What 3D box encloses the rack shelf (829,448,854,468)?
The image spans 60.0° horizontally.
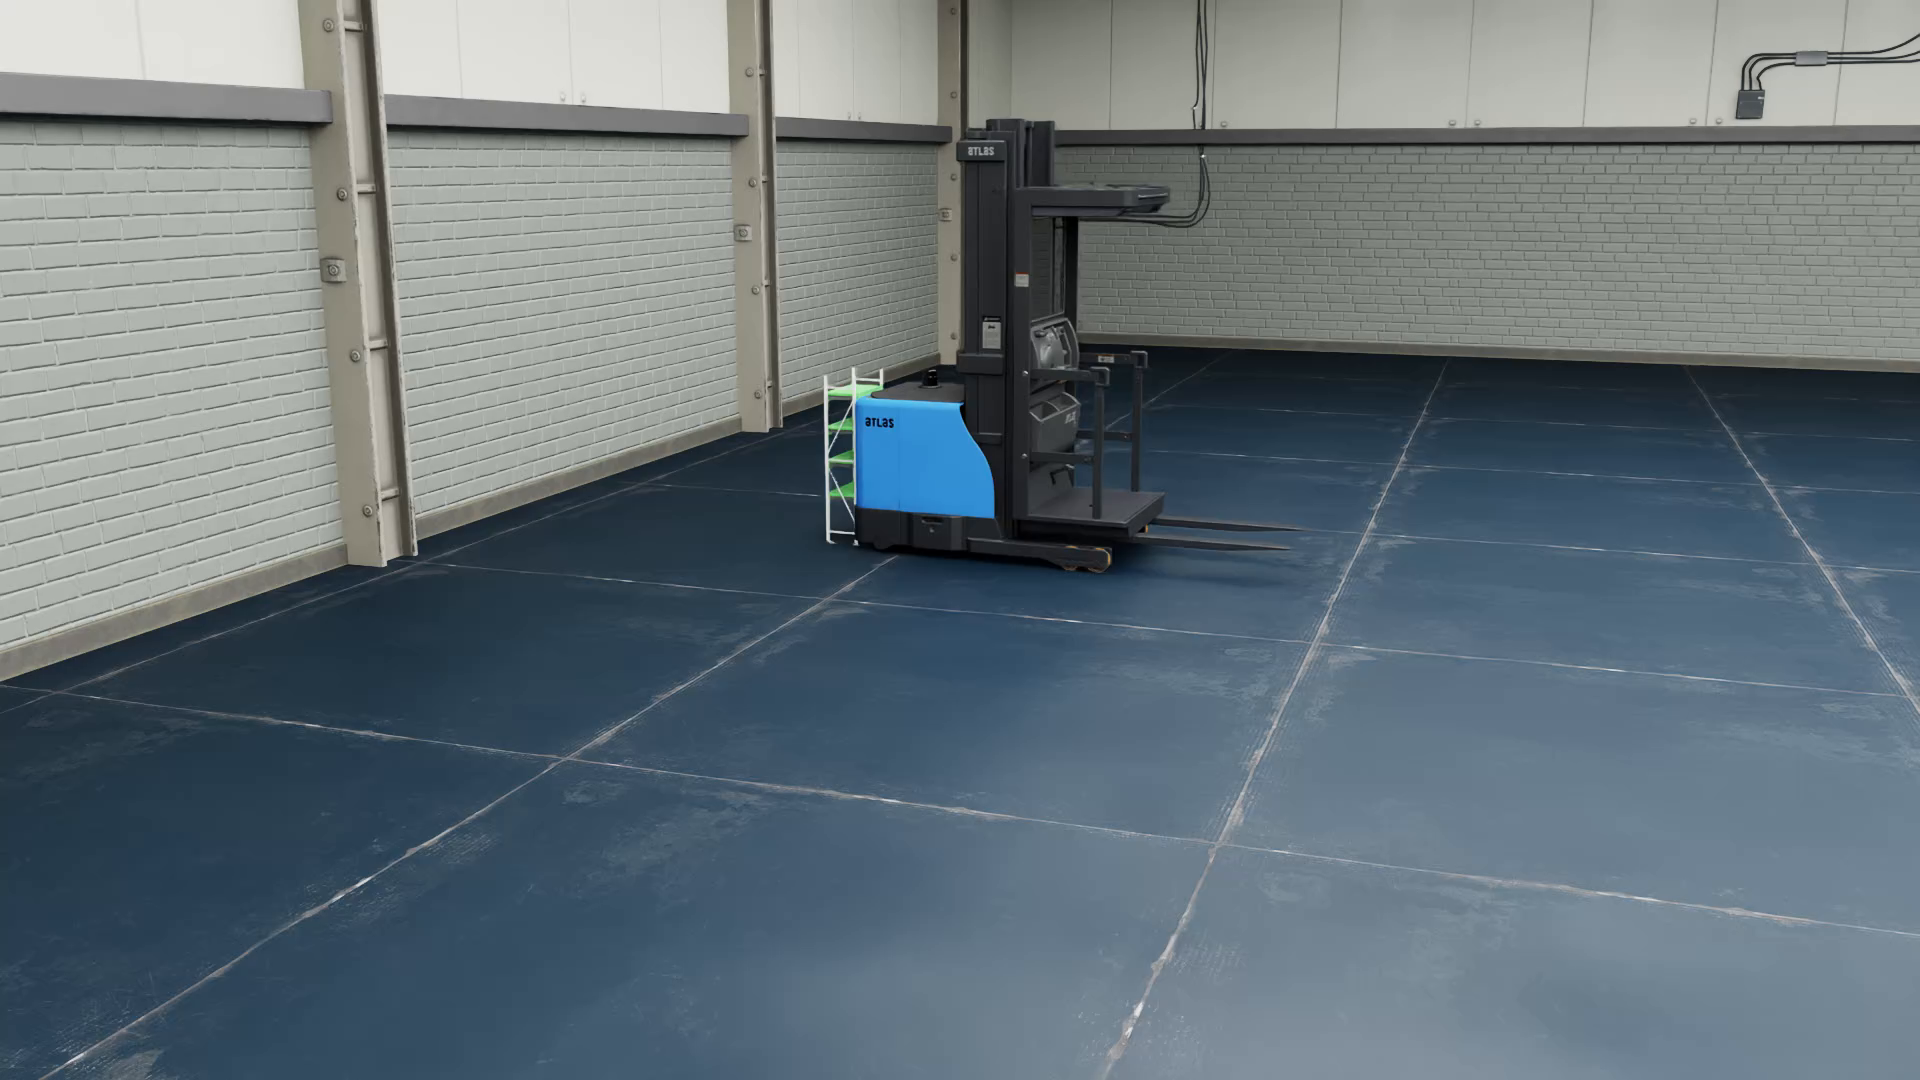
[{"bbox_3d":[-0.756,-0.547,11.975,0.258,0.148,0.480,5,14,20],"label":"rack shelf"}]

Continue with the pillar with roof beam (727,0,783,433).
[{"bbox_3d":[2.045,-5.211,14.594,9.100,9.000,0.400,4,14,18],"label":"pillar with roof beam"}]

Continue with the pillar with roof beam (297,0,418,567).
[{"bbox_3d":[0.103,-3.947,9.059,9.100,9.000,0.400,4,14,18],"label":"pillar with roof beam"}]

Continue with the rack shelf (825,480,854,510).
[{"bbox_3d":[-0.756,-0.313,12.028,0.258,0.148,0.480,5,14,20],"label":"rack shelf"}]

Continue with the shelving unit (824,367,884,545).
[{"bbox_3d":[-0.756,-0.609,11.960,0.258,1.200,0.503,5,14,20],"label":"shelving unit"}]

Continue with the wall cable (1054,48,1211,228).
[{"bbox_3d":[2.117,-5.795,24.133,3.097,2.526,0.112,4,14,18],"label":"wall cable"}]

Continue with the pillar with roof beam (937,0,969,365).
[{"bbox_3d":[3.986,-6.474,20.129,9.100,9.000,0.400,4,14,18],"label":"pillar with roof beam"}]

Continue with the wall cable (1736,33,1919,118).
[{"bbox_3d":[11.095,-8.280,20.400,2.305,6.003,0.169,4,14,18],"label":"wall cable"}]

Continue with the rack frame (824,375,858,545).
[{"bbox_3d":[-0.840,-0.558,11.737,0.240,1.200,0.015,5,14,20],"label":"rack frame"}]

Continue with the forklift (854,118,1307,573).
[{"bbox_3d":[0.831,-1.344,11.287,3.031,2.935,1.130,5,14,20],"label":"forklift"}]

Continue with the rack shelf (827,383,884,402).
[{"bbox_3d":[-0.756,-1.015,11.868,0.258,0.148,0.480,5,14,20],"label":"rack shelf"}]

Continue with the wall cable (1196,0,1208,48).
[{"bbox_3d":[4.677,-8.062,22.717,3.097,2.526,0.112,4,14,18],"label":"wall cable"}]

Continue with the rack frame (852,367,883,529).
[{"bbox_3d":[-0.672,-0.660,12.184,0.240,1.200,0.015,5,14,20],"label":"rack frame"}]

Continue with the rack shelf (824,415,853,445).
[{"bbox_3d":[-0.756,-0.781,11.921,0.258,0.148,0.480,5,14,20],"label":"rack shelf"}]
